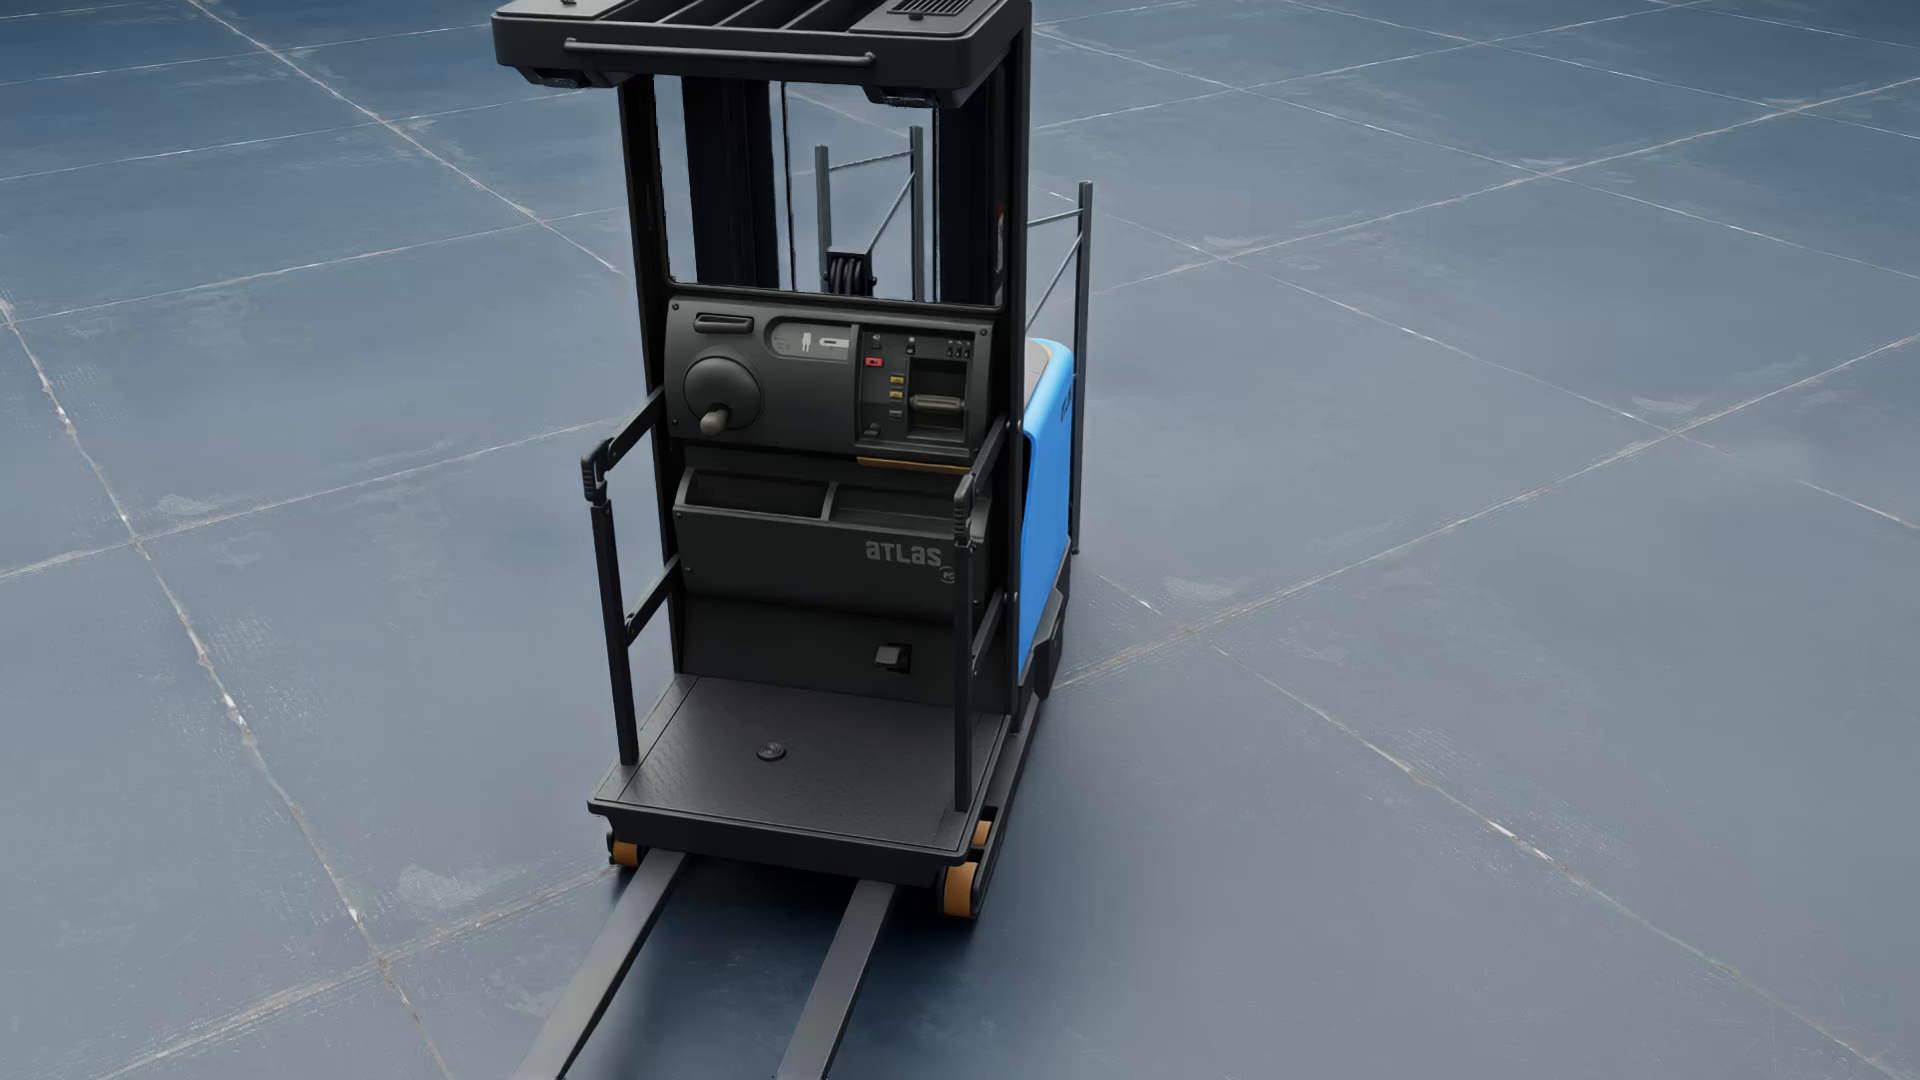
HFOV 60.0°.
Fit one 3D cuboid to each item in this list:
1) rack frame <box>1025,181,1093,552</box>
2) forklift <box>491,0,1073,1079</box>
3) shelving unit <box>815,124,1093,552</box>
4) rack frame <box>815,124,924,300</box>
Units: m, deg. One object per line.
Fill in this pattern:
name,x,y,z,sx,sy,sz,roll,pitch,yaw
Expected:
rack frame,0.273,-0.557,6.204,0.500,1.500,0.032,-21,35,-33
forklift,-0.416,-0.405,4.424,1.130,2.935,3.031,6,29,11
shelving unit,-0.041,-0.748,6.555,0.538,1.500,1.048,-21,35,-33
rack frame,-0.356,-0.938,6.906,0.500,1.500,0.032,-21,35,-33
